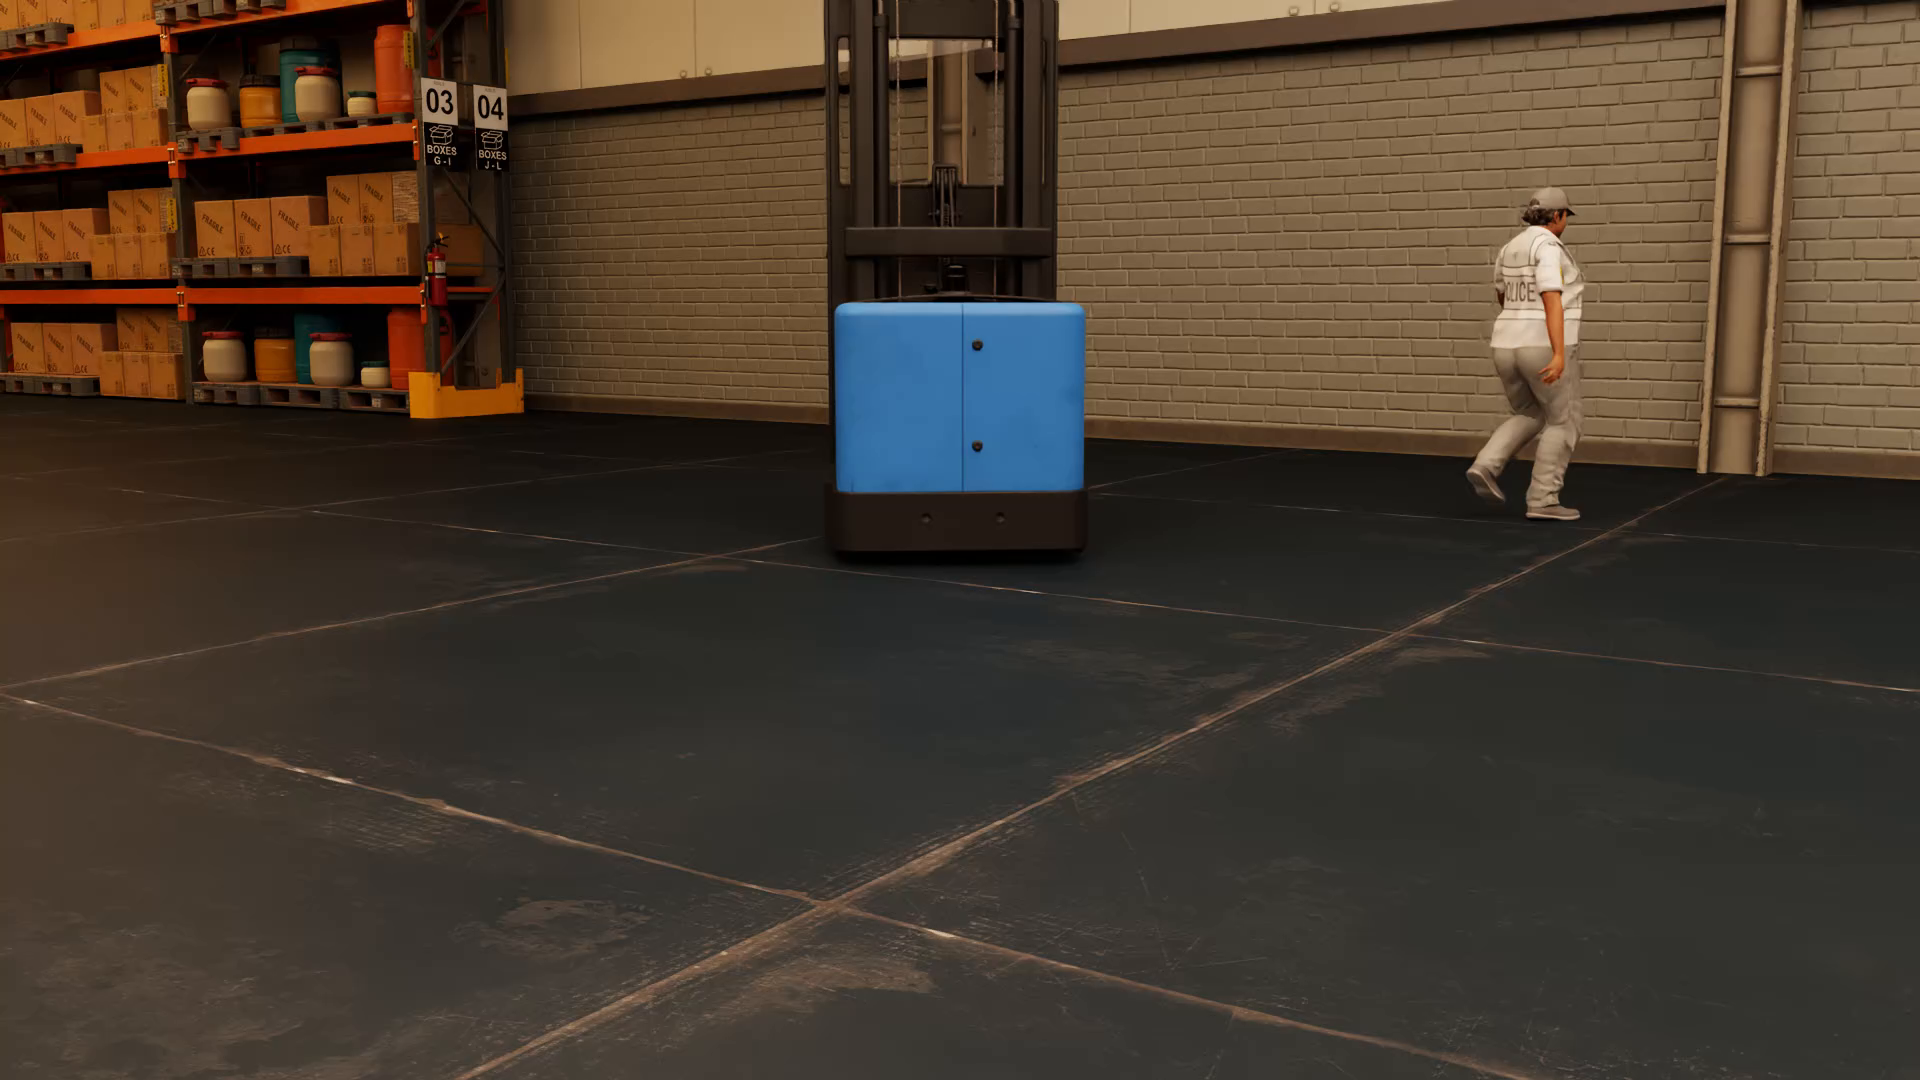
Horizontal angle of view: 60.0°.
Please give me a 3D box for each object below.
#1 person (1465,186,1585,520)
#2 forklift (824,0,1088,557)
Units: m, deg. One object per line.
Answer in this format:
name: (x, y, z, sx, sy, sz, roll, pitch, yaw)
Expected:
person: (2.851, -0.922, 8.273, 0.511, 1.647, 0.689, -3, 9, -18)
forklift: (-0.106, -1.549, 8.088, 1.130, 2.935, 3.031, -1, 8, -4)
